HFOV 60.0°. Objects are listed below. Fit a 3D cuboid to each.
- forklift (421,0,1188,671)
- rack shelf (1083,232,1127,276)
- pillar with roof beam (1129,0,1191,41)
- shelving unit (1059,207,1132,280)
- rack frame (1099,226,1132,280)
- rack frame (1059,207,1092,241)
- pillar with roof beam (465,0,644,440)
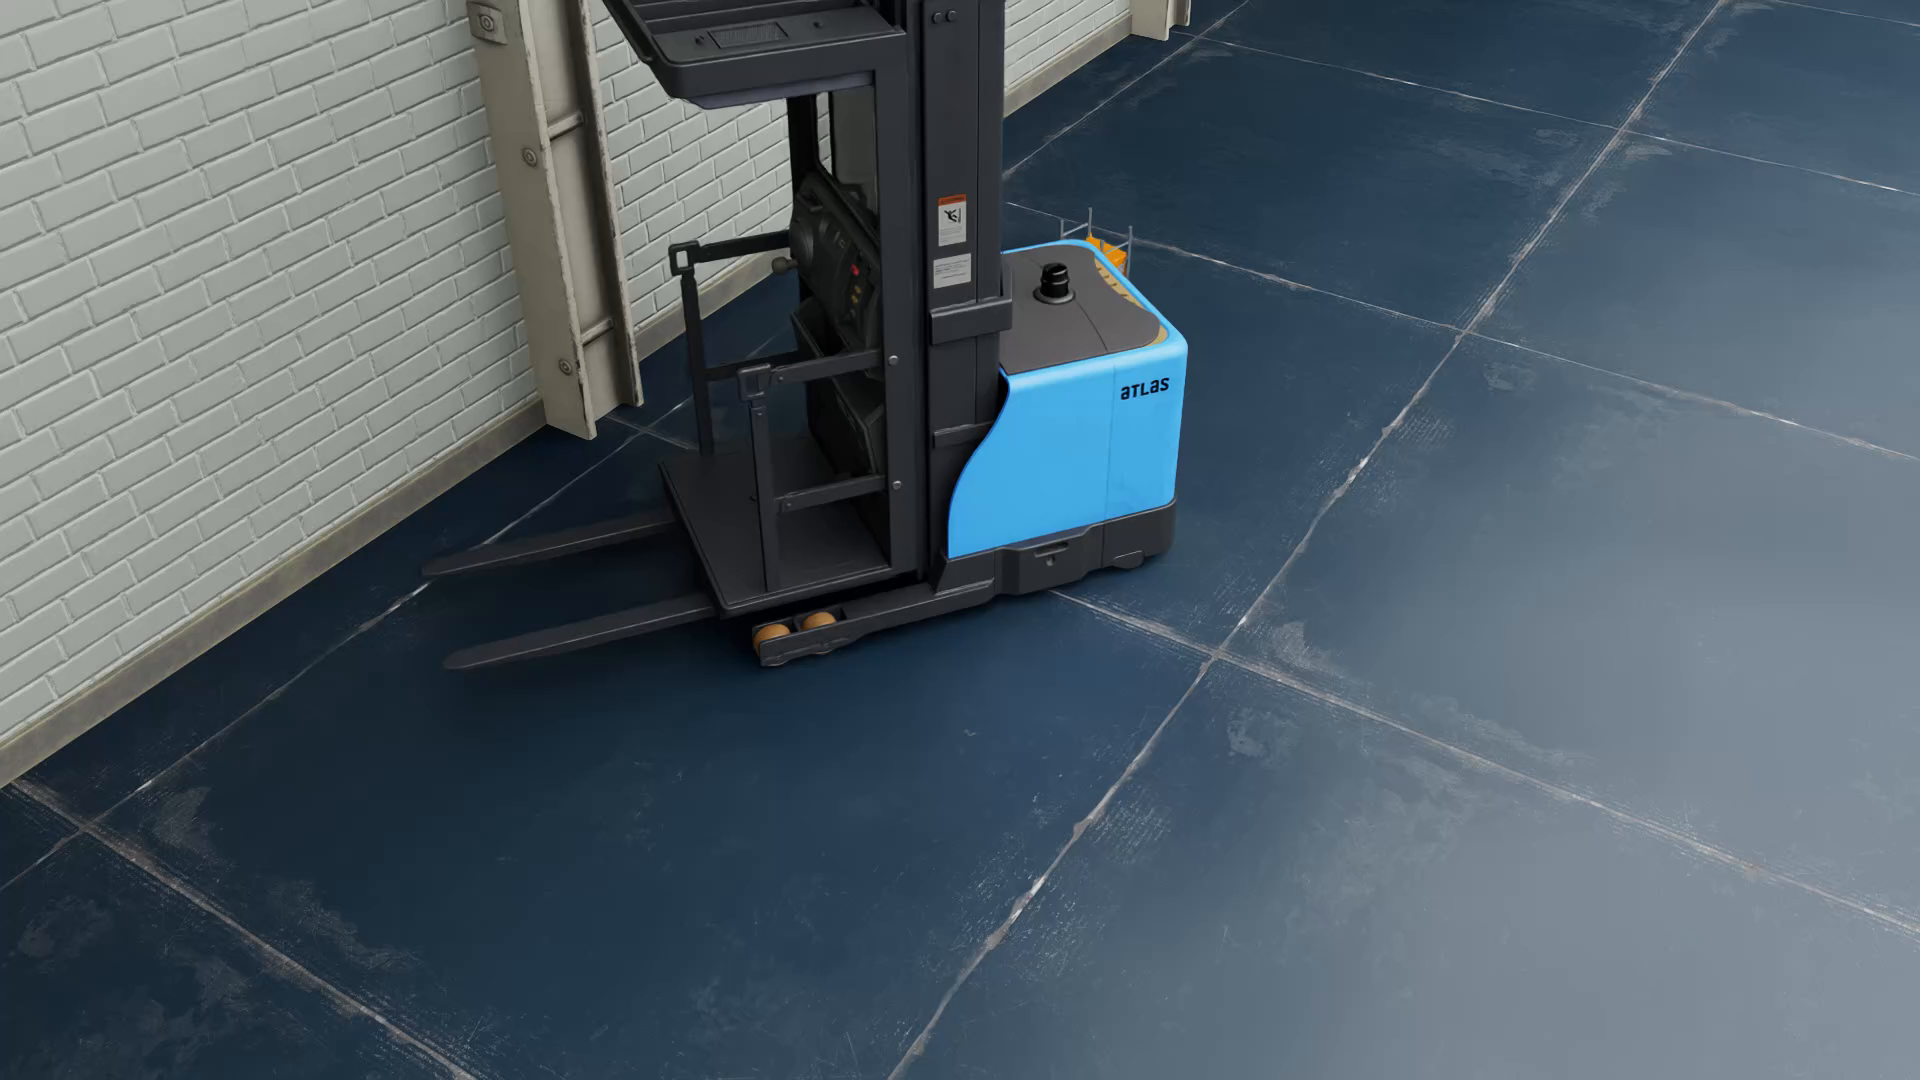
[{"bbox_3d":[-0.656,-1.027,6.182,3.031,2.935,1.130,-14,40,-17],"label":"forklift"},{"bbox_3d":[0.600,-1.197,7.495,0.215,0.259,0.240,-30,46,-33],"label":"rack shelf"},{"bbox_3d":[5.075,-5.871,7.496,9.100,9.000,0.400,21,42,25],"label":"pillar with roof beam"},{"bbox_3d":[0.600,-0.981,7.662,0.215,1.050,0.252,-30,46,-33],"label":"shelving unit"},{"bbox_3d":[0.683,-0.926,7.591,0.200,1.050,0.008,-30,46,-33],"label":"rack frame"},{"bbox_3d":[0.517,-1.035,7.733,0.200,1.050,0.008,-30,46,-33],"label":"rack frame"},{"bbox_3d":[1.860,-2.778,3.483,9.100,9.000,0.400,21,42,25],"label":"pillar with roof beam"}]
